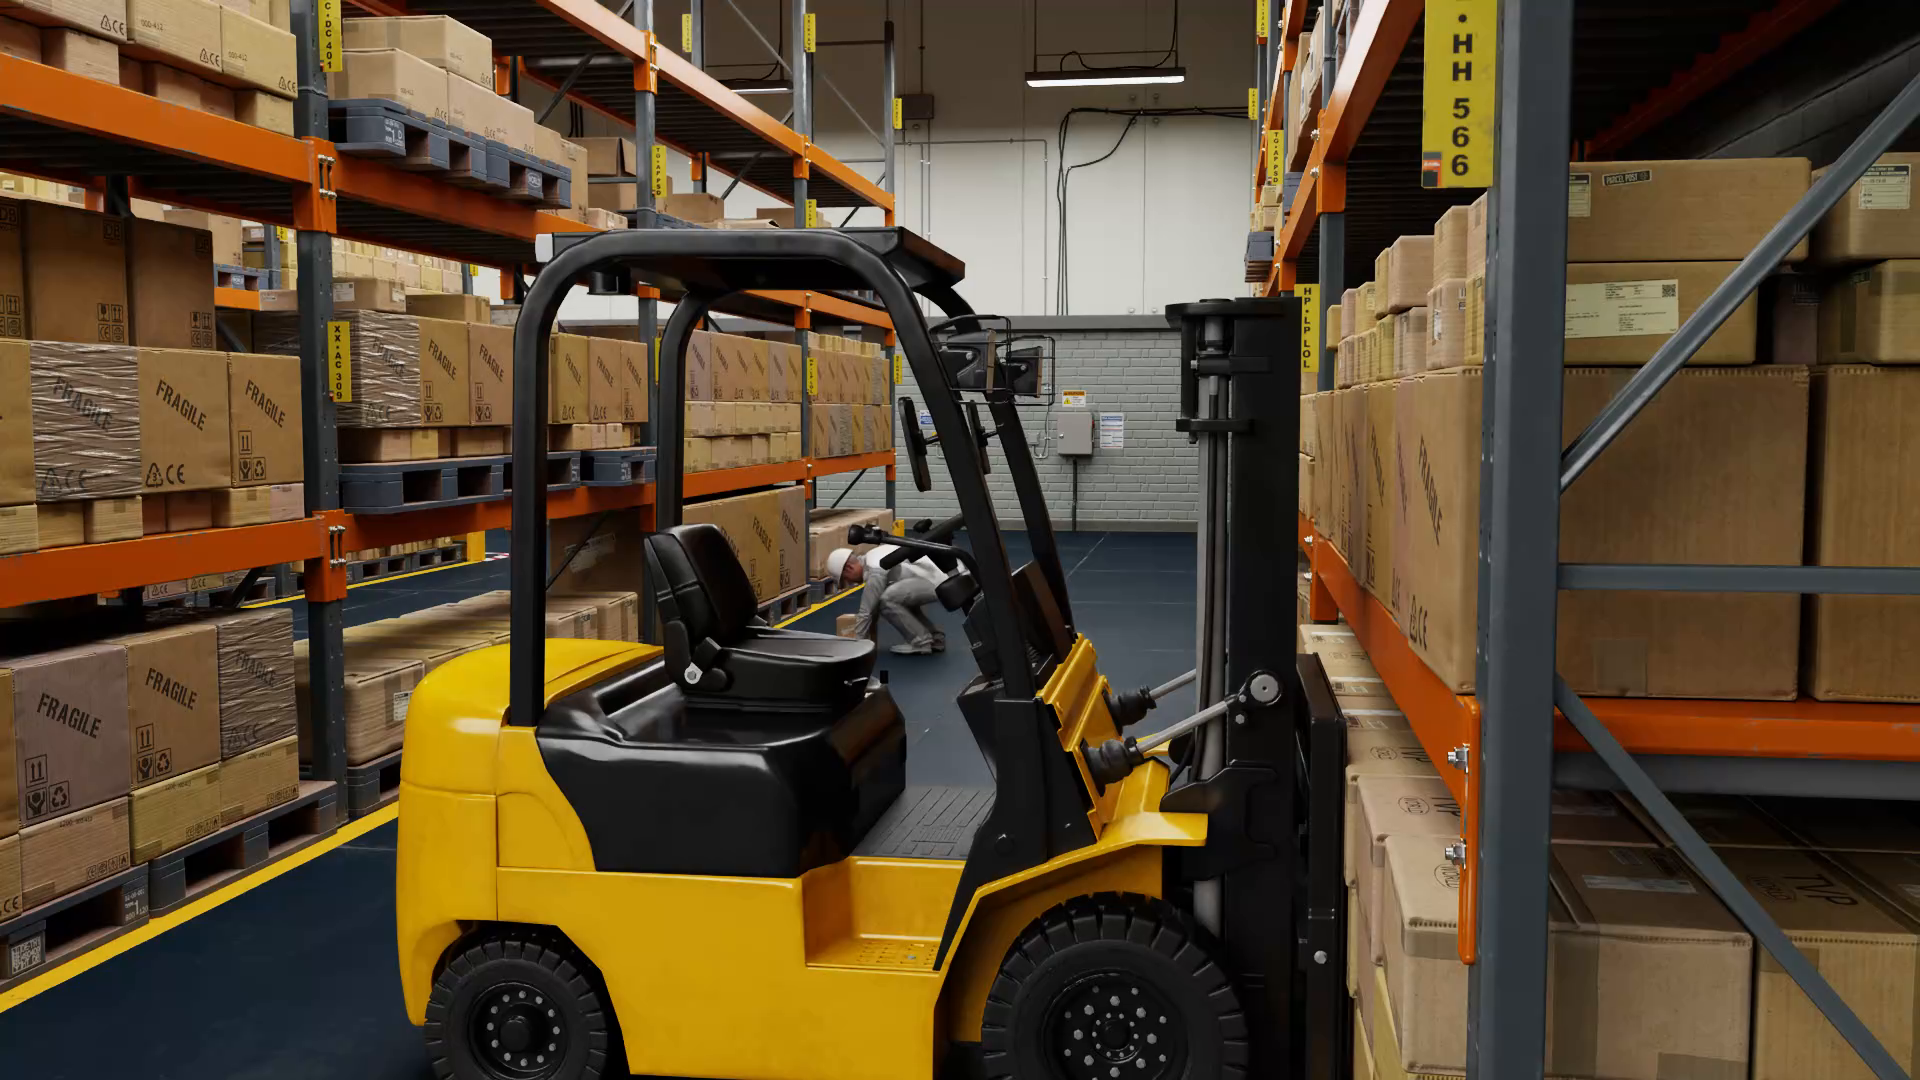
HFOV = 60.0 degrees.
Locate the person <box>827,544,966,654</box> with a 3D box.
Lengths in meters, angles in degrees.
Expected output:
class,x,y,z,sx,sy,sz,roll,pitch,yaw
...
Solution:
class,x,y,z,sx,sy,sz,roll,pitch,yaw
person,-0.460,0.418,11.995,0.999,0.815,0.497,1,4,7
